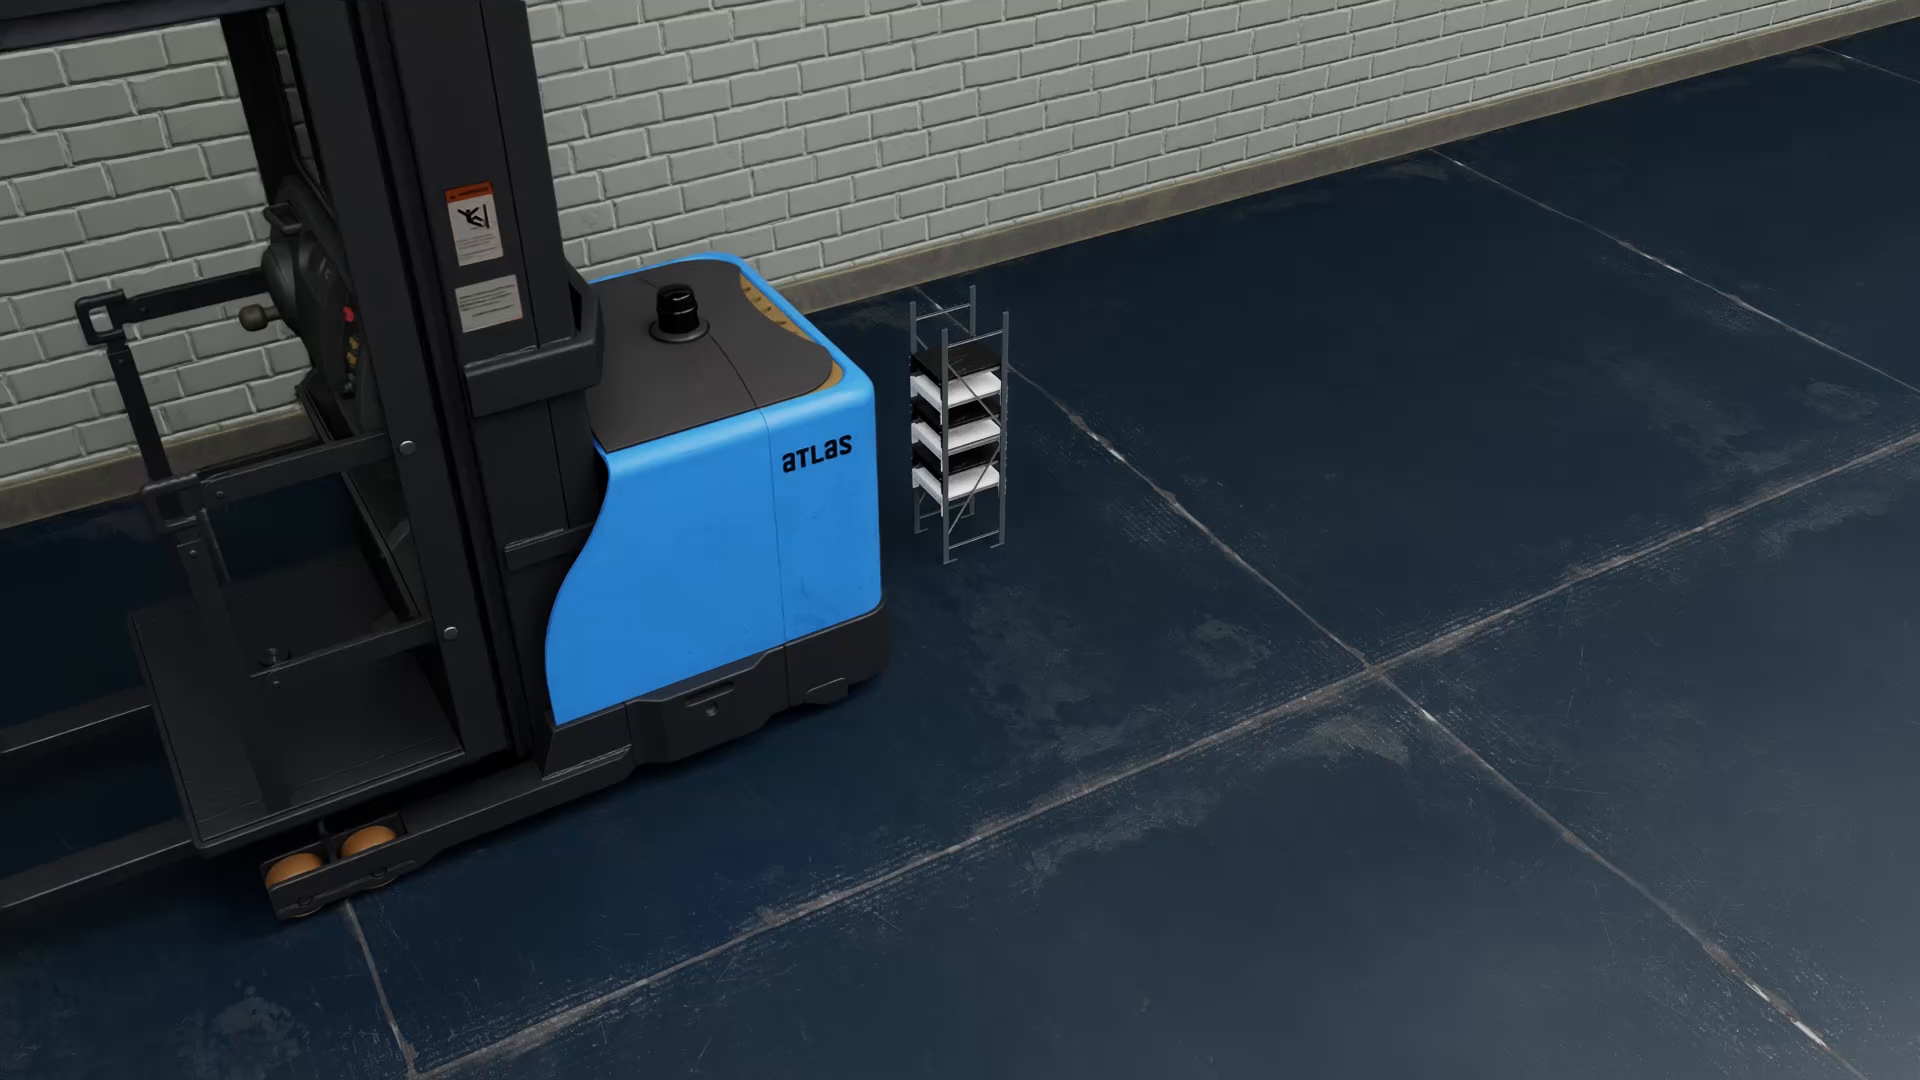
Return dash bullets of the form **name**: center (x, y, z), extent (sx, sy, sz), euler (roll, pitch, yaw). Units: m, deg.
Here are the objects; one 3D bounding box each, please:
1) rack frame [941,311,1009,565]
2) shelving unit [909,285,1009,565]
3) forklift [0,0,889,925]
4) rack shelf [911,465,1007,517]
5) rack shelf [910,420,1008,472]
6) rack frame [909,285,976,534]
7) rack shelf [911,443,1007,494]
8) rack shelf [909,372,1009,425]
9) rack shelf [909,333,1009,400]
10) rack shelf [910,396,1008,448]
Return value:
- **rack frame**: center (0.047, -0.316, 5.419), extent (0.240, 0.900, 0.006), euler (-19, 40, -24)
- **shelving unit**: center (-0.004, -0.368, 5.490), extent (0.258, 0.900, 0.210), euler (-19, 40, -24)
- **forklift**: center (-1.751, -0.548, 4.015), extent (3.031, 2.935, 1.130), euler (-19, 40, -24)
- **rack shelf**: center (-0.004, -0.195, 5.616), extent (0.258, 0.077, 0.200), euler (-19, 40, -24)
- **rack shelf**: center (-0.004, -0.341, 5.510), extent (0.258, 0.077, 0.200), euler (-19, 40, -24)
- **rack frame**: center (-0.055, -0.419, 5.561), extent (0.240, 0.900, 0.006), euler (-19, 40, -24)
- **rack shelf**: center (-0.004, -0.268, 5.563), extent (0.258, 0.077, 0.200), euler (-19, 40, -24)
- **rack shelf**: center (-0.004, -0.486, 5.404), extent (0.258, 0.077, 0.200), euler (-19, 40, -24)
- **rack shelf**: center (-0.004, -0.559, 5.351), extent (0.258, 0.077, 0.200), euler (-19, 40, -24)
- **rack shelf**: center (-0.004, -0.413, 5.457), extent (0.258, 0.077, 0.200), euler (-19, 40, -24)
